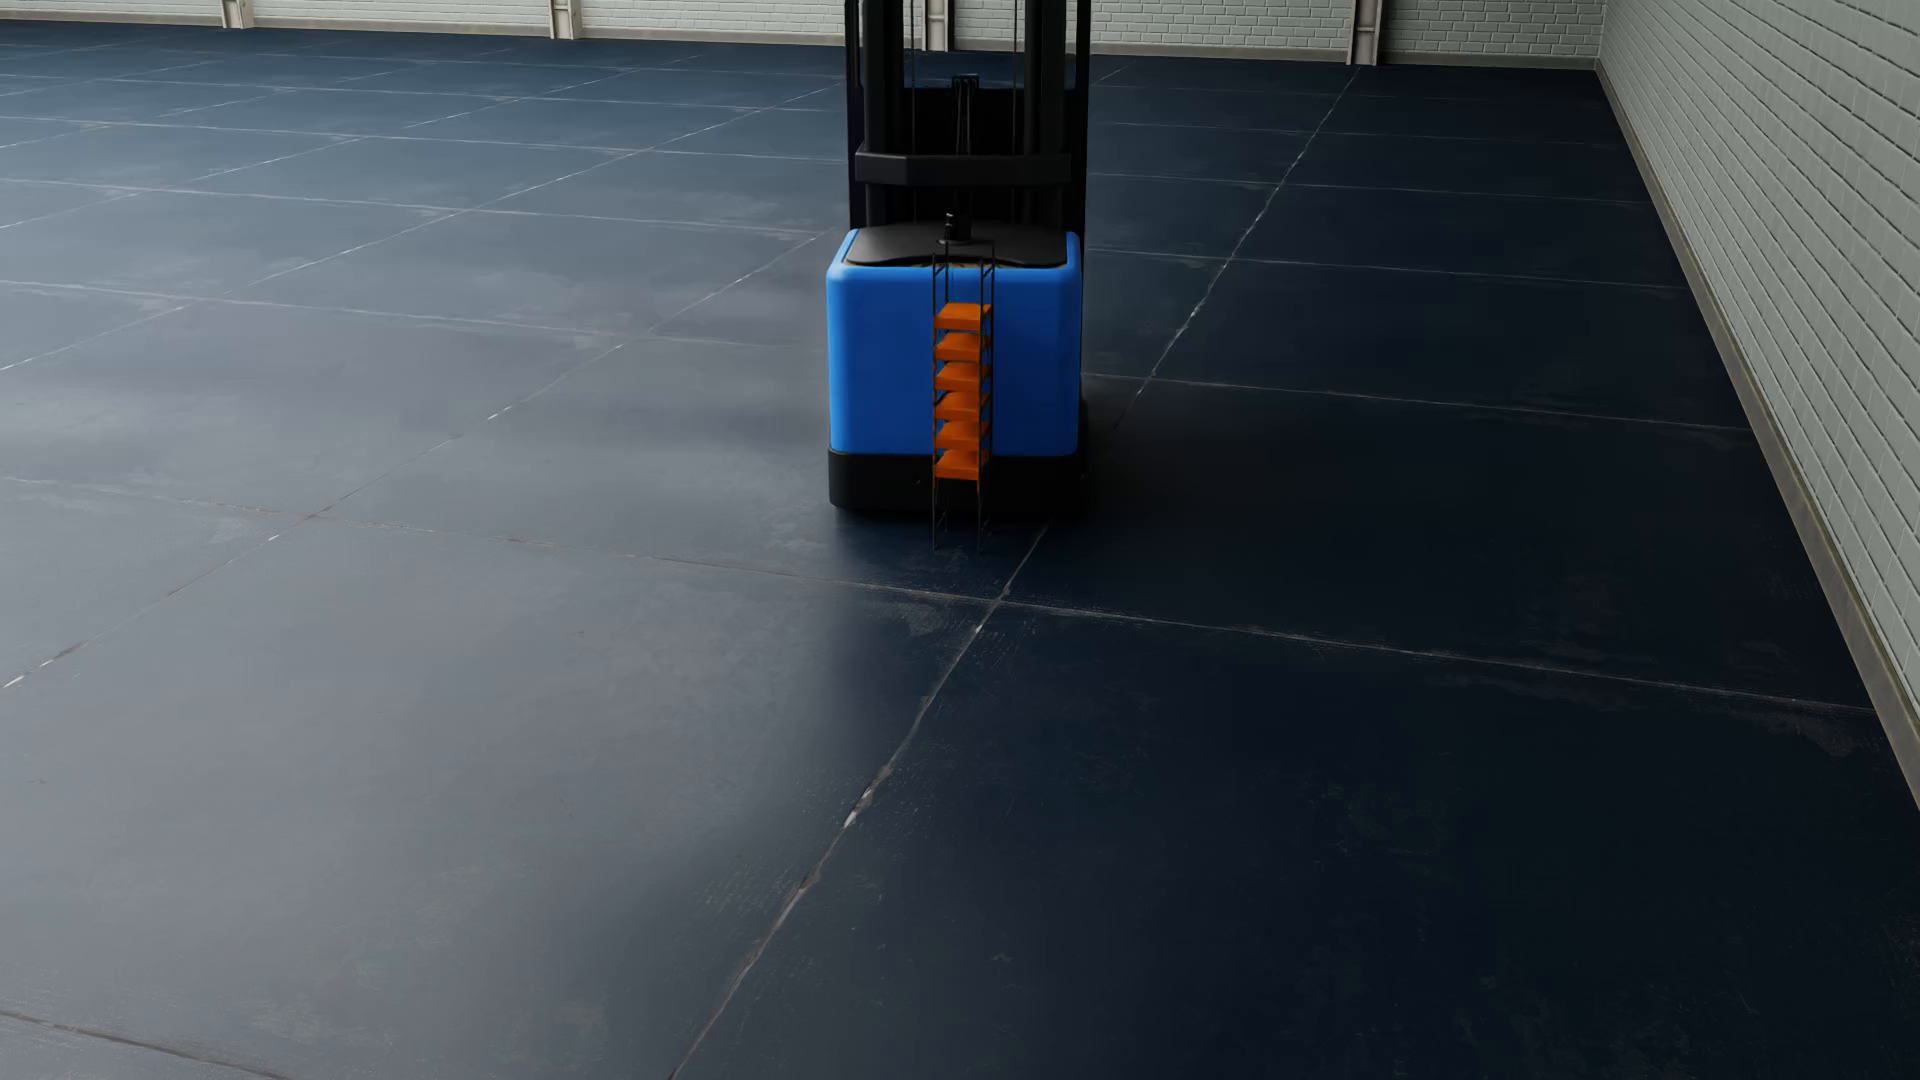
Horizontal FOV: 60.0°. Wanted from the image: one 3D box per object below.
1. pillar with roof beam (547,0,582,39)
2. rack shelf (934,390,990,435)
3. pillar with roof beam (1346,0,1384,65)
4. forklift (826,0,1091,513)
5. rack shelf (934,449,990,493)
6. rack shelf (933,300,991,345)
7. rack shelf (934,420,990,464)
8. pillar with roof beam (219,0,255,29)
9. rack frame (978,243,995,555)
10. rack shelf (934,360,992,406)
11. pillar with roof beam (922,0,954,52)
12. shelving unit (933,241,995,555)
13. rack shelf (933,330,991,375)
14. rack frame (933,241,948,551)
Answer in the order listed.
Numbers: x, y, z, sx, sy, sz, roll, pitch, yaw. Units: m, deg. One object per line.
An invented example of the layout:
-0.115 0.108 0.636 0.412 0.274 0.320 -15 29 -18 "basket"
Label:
-7.303 -10.341 20.123 0.400 9.000 9.100 7 23 16 "pillar with roof beam"
0.012 -0.506 6.539 0.180 0.103 0.258 5 23 11 "rack shelf"
4.186 -9.026 16.916 0.400 9.000 9.100 7 23 16 "pillar with roof beam"
0.047 -1.984 7.745 1.130 2.935 3.031 1 22 3 "forklift"
0.011 -0.285 6.630 0.180 0.103 0.258 5 23 11 "rack shelf"
0.014 -0.839 6.401 0.180 0.103 0.258 5 23 11 "rack shelf"
0.012 -0.396 6.584 0.180 0.103 0.258 5 23 11 "rack shelf"
-13.047 -10.999 21.727 0.400 9.000 9.100 7 23 16 "pillar with roof beam"
0.102 -0.540 6.504 0.006 1.200 0.240 5 23 11 "rack frame"
0.013 -0.617 6.493 0.180 0.103 0.258 5 23 11 "rack shelf"
-1.559 -9.683 18.520 0.400 9.000 9.100 7 23 16 "pillar with roof beam"
0.013 -0.547 6.522 0.189 1.200 0.258 5 23 11 "shelving unit"
0.013 -0.728 6.447 0.180 0.103 0.258 5 23 11 "rack shelf"
-0.077 -0.555 6.540 0.006 1.200 0.240 5 23 11 "rack frame"
